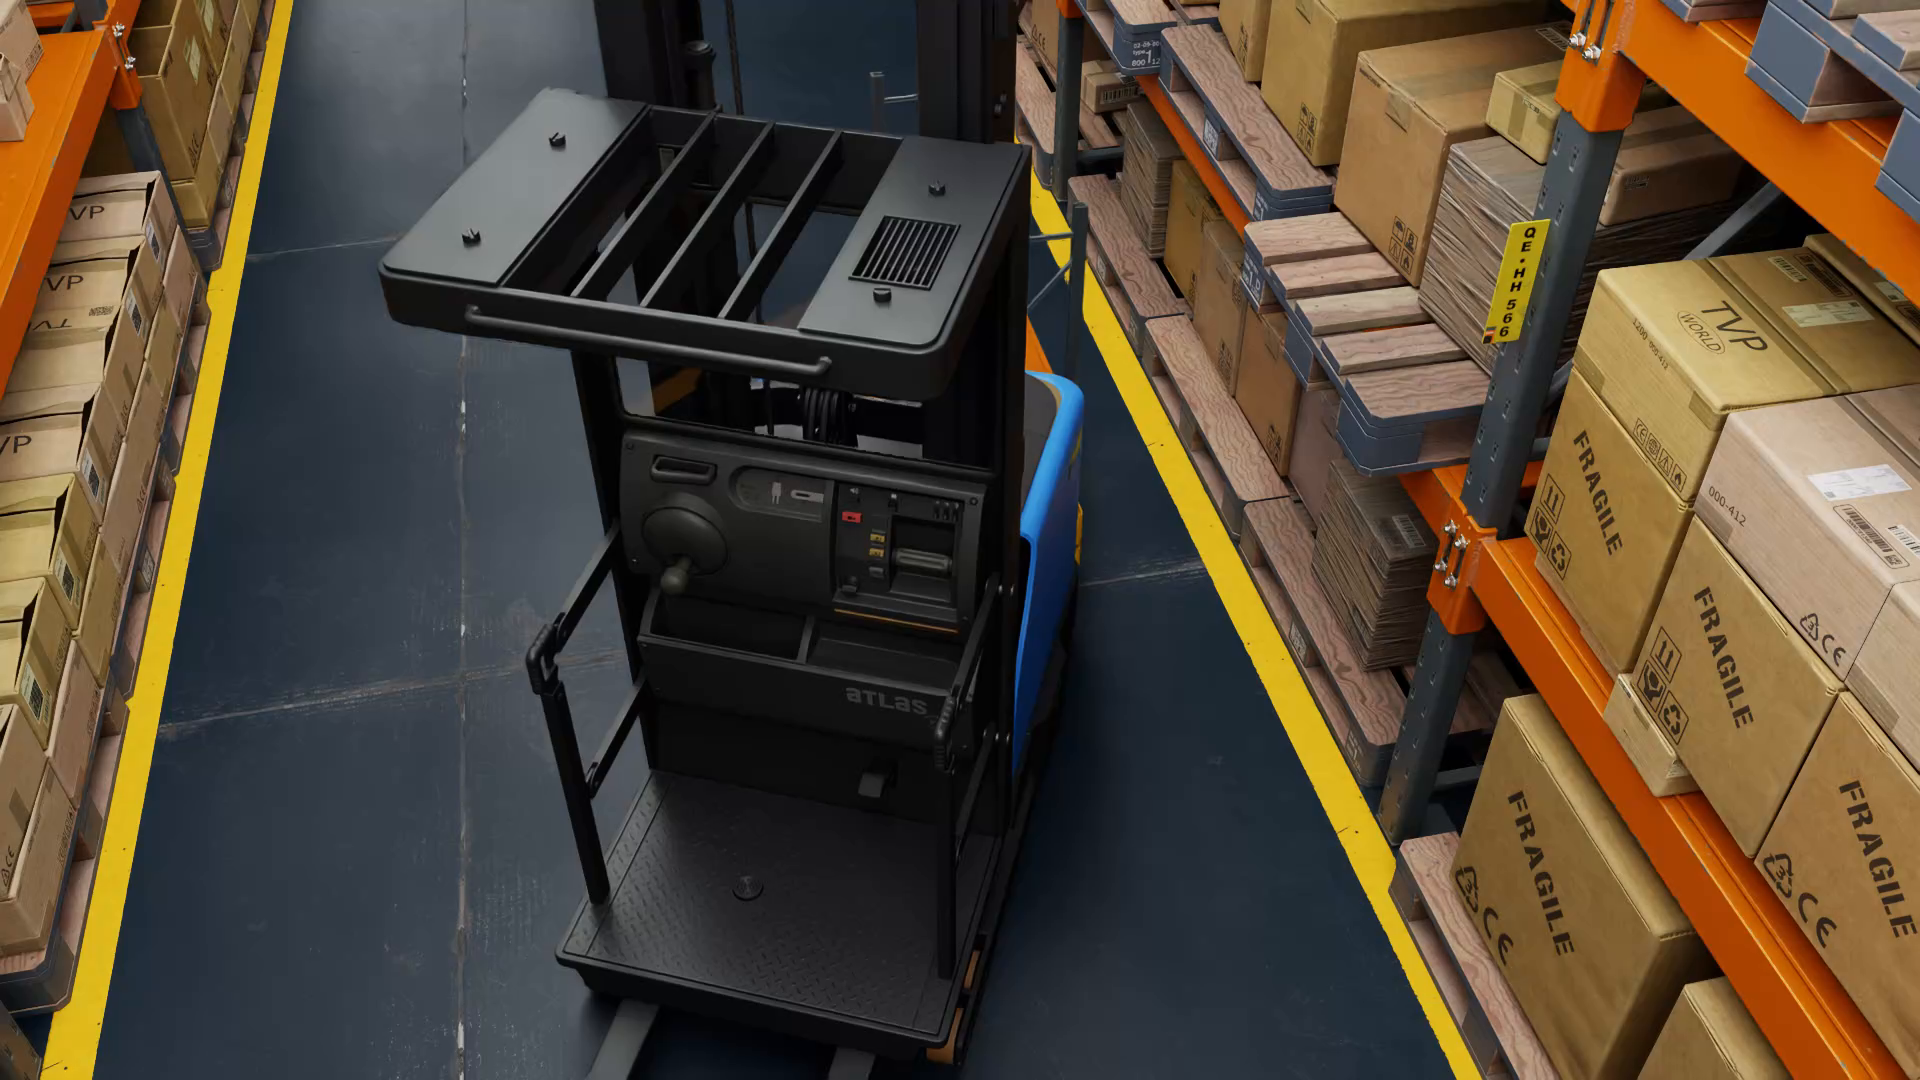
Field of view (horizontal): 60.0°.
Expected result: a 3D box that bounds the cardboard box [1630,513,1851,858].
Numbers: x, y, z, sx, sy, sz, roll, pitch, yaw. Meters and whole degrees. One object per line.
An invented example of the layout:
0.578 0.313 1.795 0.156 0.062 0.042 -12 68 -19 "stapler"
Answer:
1.774 0.262 3.381 0.500 0.500 0.500 -7 42 -8 "cardboard box"

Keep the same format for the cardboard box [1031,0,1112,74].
0.689 -2.764 8.656 0.500 0.500 0.500 -11 43 -12 "cardboard box"

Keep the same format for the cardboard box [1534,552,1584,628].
1.660 0.059 4.099 0.380 0.149 0.250 -9 42 -10 "cardboard box"

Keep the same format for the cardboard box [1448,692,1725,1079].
1.846 0.868 4.316 0.750 0.750 0.750 -9 42 -10 "cardboard box"

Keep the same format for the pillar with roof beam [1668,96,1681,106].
-1.824 -2.868 2.702 9.100 9.000 0.400 -8 42 -9 "pillar with roof beam"

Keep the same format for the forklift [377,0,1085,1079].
-0.451 0.067 3.966 1.130 2.935 3.031 9 42 10 "forklift"

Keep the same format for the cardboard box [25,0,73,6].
-3.986 -2.479 6.708 0.700 0.500 0.500 -9 42 -10 "cardboard box"

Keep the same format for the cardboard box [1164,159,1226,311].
1.288 -1.295 7.000 0.700 0.500 0.500 -9 42 -10 "cardboard box"

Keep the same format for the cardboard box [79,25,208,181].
-3.678 -1.910 7.332 0.500 0.500 0.500 -8 42 -9 "cardboard box"

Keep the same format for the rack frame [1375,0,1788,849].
1.815 -0.274 4.300 1.000 3.000 0.127 -8 42 -9 "rack frame"

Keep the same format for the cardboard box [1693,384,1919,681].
1.778 -0.032 3.147 0.500 0.250 0.500 -9 42 -10 "cardboard box"

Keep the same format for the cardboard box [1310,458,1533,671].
1.609 0.037 5.501 0.700 0.500 0.500 -8 42 -9 "cardboard box"

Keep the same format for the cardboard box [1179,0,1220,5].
1.142 -2.371 6.255 0.700 0.500 0.500 -4 42 -5 "cardboard box"

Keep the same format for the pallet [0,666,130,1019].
-3.160 0.941 5.030 1.003 0.211 1.213 -8 42 -9 "pallet"

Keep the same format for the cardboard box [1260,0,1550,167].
1.414 -1.584 5.368 0.700 0.500 0.500 -8 42 -9 "cardboard box"

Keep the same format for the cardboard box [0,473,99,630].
-3.076 0.048 5.269 0.500 0.311 0.500 -9 42 -10 "cardboard box"

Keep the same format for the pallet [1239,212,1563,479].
1.558 -0.649 4.867 1.213 0.211 1.003 -8 42 -9 "pallet"

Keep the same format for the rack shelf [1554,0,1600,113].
1.384 -2.424 5.003 1.077 0.370 4.000 -8 42 -9 "rack shelf"

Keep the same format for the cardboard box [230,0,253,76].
-4.008 -2.601 8.675 0.500 0.250 0.500 -8 42 -9 "cardboard box"

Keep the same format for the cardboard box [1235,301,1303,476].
1.477 -0.632 6.254 0.700 0.500 0.500 -9 42 -10 "cardboard box"

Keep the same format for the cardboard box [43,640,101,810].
-2.956 0.602 5.067 0.500 0.250 0.500 -9 42 -10 "cardboard box"

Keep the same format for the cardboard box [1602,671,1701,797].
1.681 0.408 3.705 0.380 0.149 0.250 -7 42 -8 "cardboard box"

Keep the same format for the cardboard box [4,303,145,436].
-3.293 -0.612 6.012 0.500 0.311 0.500 -8 42 -9 "cardboard box"

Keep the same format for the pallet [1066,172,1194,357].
1.121 -1.320 7.578 1.003 0.211 1.213 -8 42 -9 "pallet"

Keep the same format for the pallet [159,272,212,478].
-3.687 -0.640 6.812 1.003 0.211 1.213 -8 42 -9 "pallet"

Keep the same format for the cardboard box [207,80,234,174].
-3.791 -1.953 7.945 0.500 0.250 0.500 -8 42 -9 "cardboard box"

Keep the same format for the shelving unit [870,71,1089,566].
0.044 -0.771 5.989 0.587 1.500 1.083 -8 42 -9 "shelving unit"

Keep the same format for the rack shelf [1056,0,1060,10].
0.520 -3.895 8.920 1.077 0.370 4.000 -8 42 -9 "rack shelf"

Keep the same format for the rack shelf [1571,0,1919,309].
2.247 0.169 2.082 1.077 0.370 4.000 -8 42 -9 "rack shelf"

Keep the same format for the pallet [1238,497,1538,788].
1.648 0.262 5.796 1.003 0.211 1.213 -8 42 -9 "pallet"

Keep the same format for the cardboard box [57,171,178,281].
-3.517 -1.272 6.756 0.500 0.311 0.500 -8 42 -9 "cardboard box"

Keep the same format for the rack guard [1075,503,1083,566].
0.151 0.019 6.040 0.587 0.250 0.087 -8 42 -9 "rack guard"

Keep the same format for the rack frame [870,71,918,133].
-0.068 -1.106 6.367 0.500 1.500 0.032 -8 42 -9 "rack frame"

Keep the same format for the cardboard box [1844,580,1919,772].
1.890 0.292 2.782 0.500 0.250 0.500 -8 42 -9 "cardboard box"

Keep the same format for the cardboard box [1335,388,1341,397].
1.547 -0.622 5.678 0.500 0.250 0.500 -8 42 -8 "cardboard box"

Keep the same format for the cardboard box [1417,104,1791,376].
1.704 -0.780 4.462 0.700 0.500 0.500 -13 43 -14 "cardboard box"

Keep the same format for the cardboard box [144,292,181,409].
-3.404 -0.728 6.566 0.500 0.250 0.500 -9 42 -10 "cardboard box"

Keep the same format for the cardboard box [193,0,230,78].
-3.894 -2.558 8.062 0.500 0.500 0.500 -8 42 -9 "cardboard box"

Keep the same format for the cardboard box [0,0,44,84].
-3.735 -1.786 6.116 0.500 0.250 0.500 -6 42 -7 "cardboard box"

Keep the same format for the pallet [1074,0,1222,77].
0.975 -2.279 6.703 1.003 0.211 1.213 -8 42 -9 "pallet"

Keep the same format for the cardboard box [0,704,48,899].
-2.847 0.718 4.514 0.500 0.311 0.500 -7 42 -8 "cardboard box"

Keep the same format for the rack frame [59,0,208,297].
-3.884 -2.155 6.418 1.000 3.000 0.127 -8 42 -9 "rack frame"

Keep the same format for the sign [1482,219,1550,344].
1.288 -0.594 3.847 0.100 0.325 0.005 -8 42 -9 "sign"

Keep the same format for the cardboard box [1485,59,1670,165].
1.628 -1.145 4.385 0.380 0.149 0.250 -15 44 -16 "cardboard box"

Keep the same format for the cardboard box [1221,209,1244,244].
1.341 -1.281 6.420 0.500 0.250 0.500 -9 42 -11 "cardboard box"

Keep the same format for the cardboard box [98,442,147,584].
-3.185 -0.067 5.821 0.500 0.250 0.500 -8 42 -8 "cardboard box"

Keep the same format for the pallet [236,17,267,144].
-4.282 -2.426 8.824 1.003 0.211 1.213 -8 42 -9 "pallet"
